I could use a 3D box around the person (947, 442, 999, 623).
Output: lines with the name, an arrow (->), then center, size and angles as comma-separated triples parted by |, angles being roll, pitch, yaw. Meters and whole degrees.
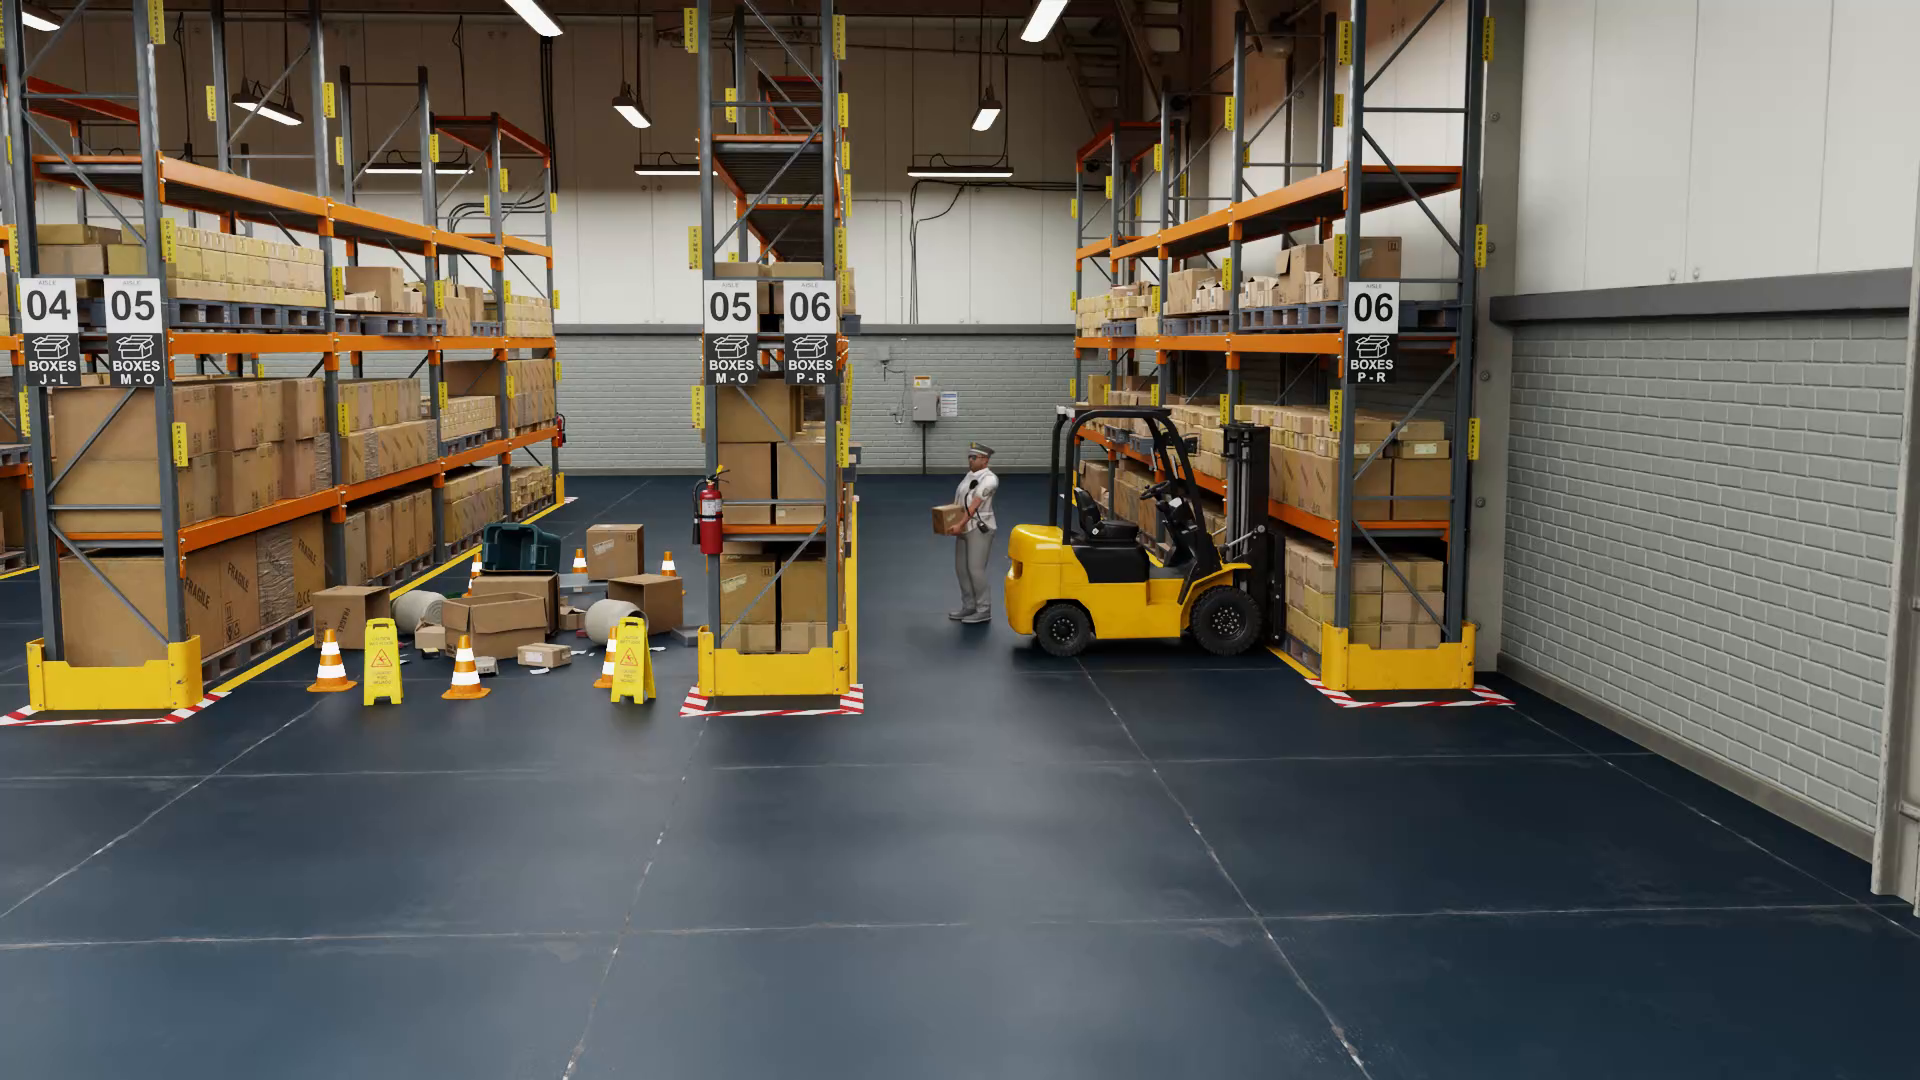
person -> 0.069, -0.079, 16.318 | 0.563, 1.767, 0.494 | -3, 8, -27
